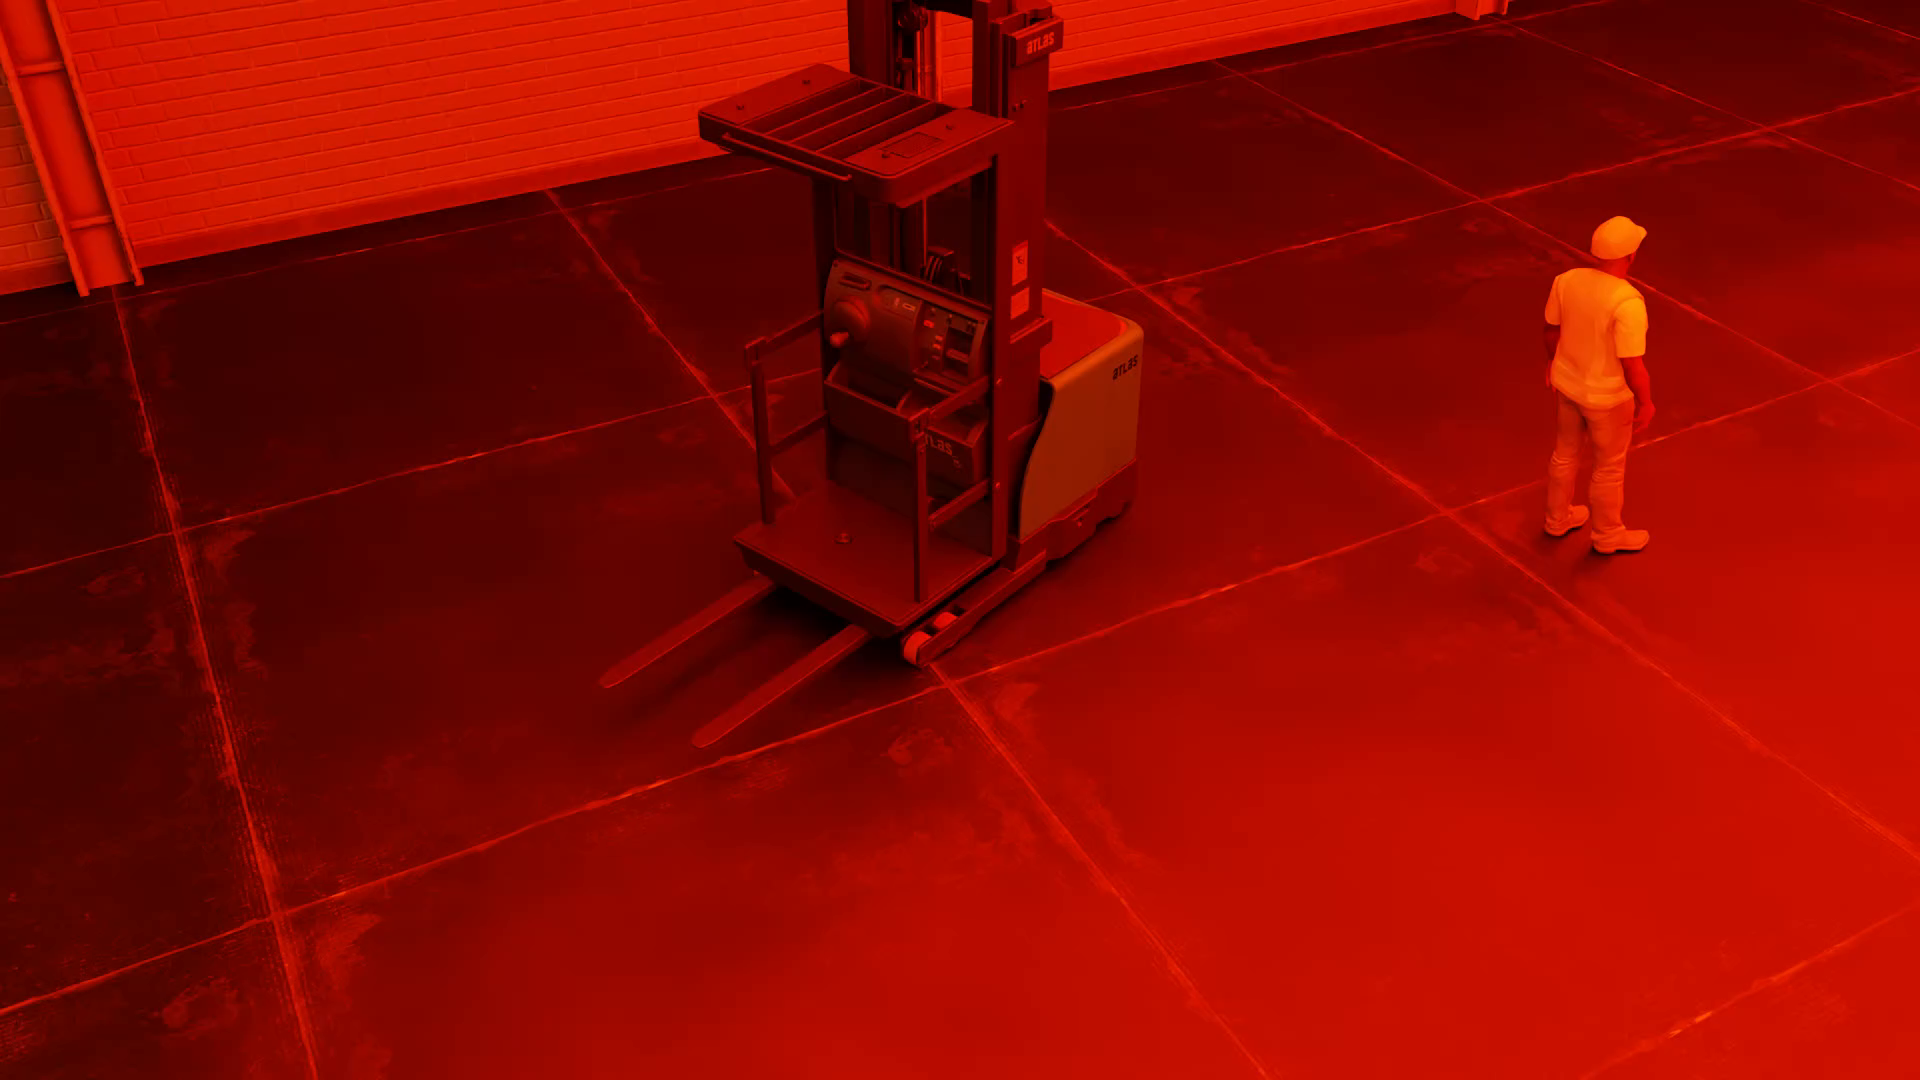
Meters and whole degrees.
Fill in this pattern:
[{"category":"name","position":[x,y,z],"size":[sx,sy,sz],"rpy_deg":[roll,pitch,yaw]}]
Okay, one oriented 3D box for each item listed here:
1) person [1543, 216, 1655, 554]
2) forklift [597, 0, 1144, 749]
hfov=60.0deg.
[{"category":"person","position":[3.191,-0.778,8.221],"size":[0.577,1.766,0.666],"rpy_deg":[-16,38,-22]},{"category":"forklift","position":[-0.390,-0.927,7.434],"size":[1.130,2.935,3.031],"rpy_deg":[26,43,31]}]
